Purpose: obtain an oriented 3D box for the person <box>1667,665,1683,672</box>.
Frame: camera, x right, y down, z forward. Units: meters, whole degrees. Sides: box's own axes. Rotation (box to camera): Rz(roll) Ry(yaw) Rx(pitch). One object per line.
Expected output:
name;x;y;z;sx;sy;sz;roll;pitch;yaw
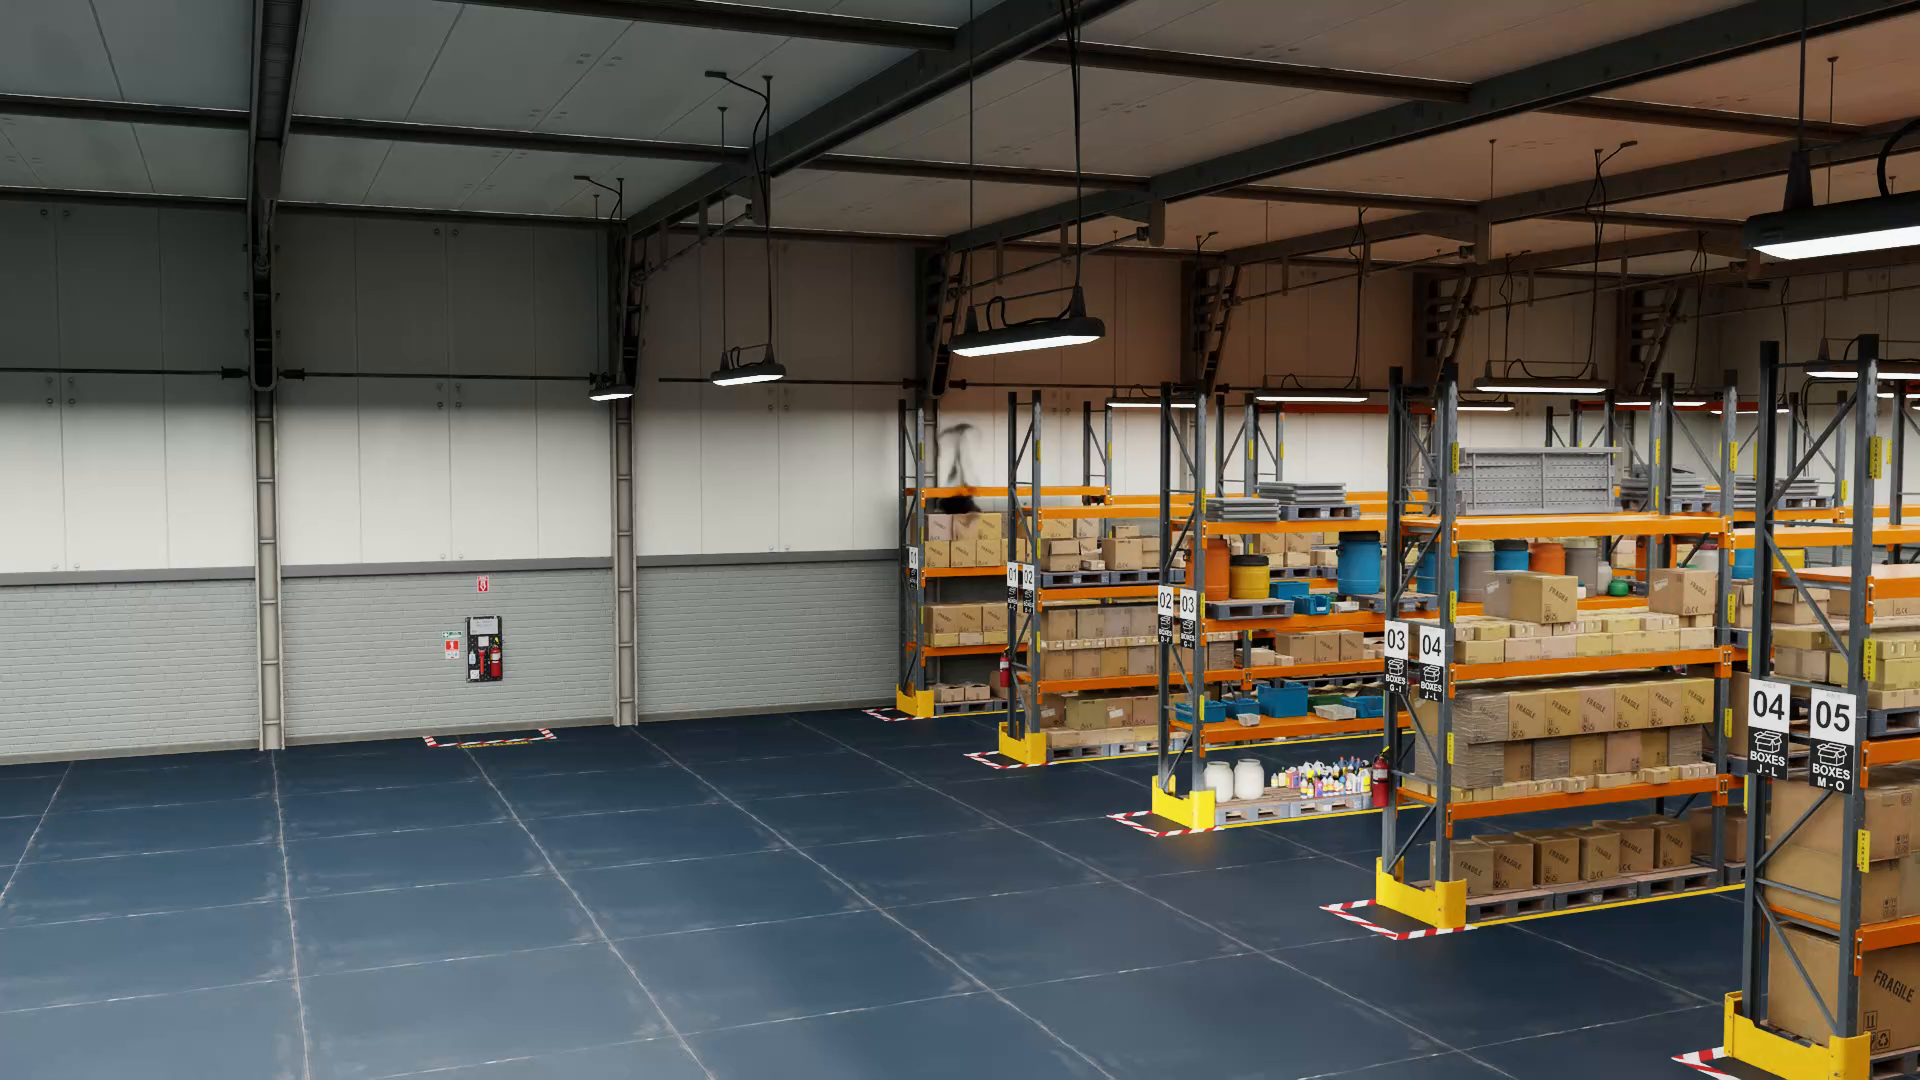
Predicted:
person;12.228;2.690;28.541;0.535;1.611;0.587;-1;4;-19
